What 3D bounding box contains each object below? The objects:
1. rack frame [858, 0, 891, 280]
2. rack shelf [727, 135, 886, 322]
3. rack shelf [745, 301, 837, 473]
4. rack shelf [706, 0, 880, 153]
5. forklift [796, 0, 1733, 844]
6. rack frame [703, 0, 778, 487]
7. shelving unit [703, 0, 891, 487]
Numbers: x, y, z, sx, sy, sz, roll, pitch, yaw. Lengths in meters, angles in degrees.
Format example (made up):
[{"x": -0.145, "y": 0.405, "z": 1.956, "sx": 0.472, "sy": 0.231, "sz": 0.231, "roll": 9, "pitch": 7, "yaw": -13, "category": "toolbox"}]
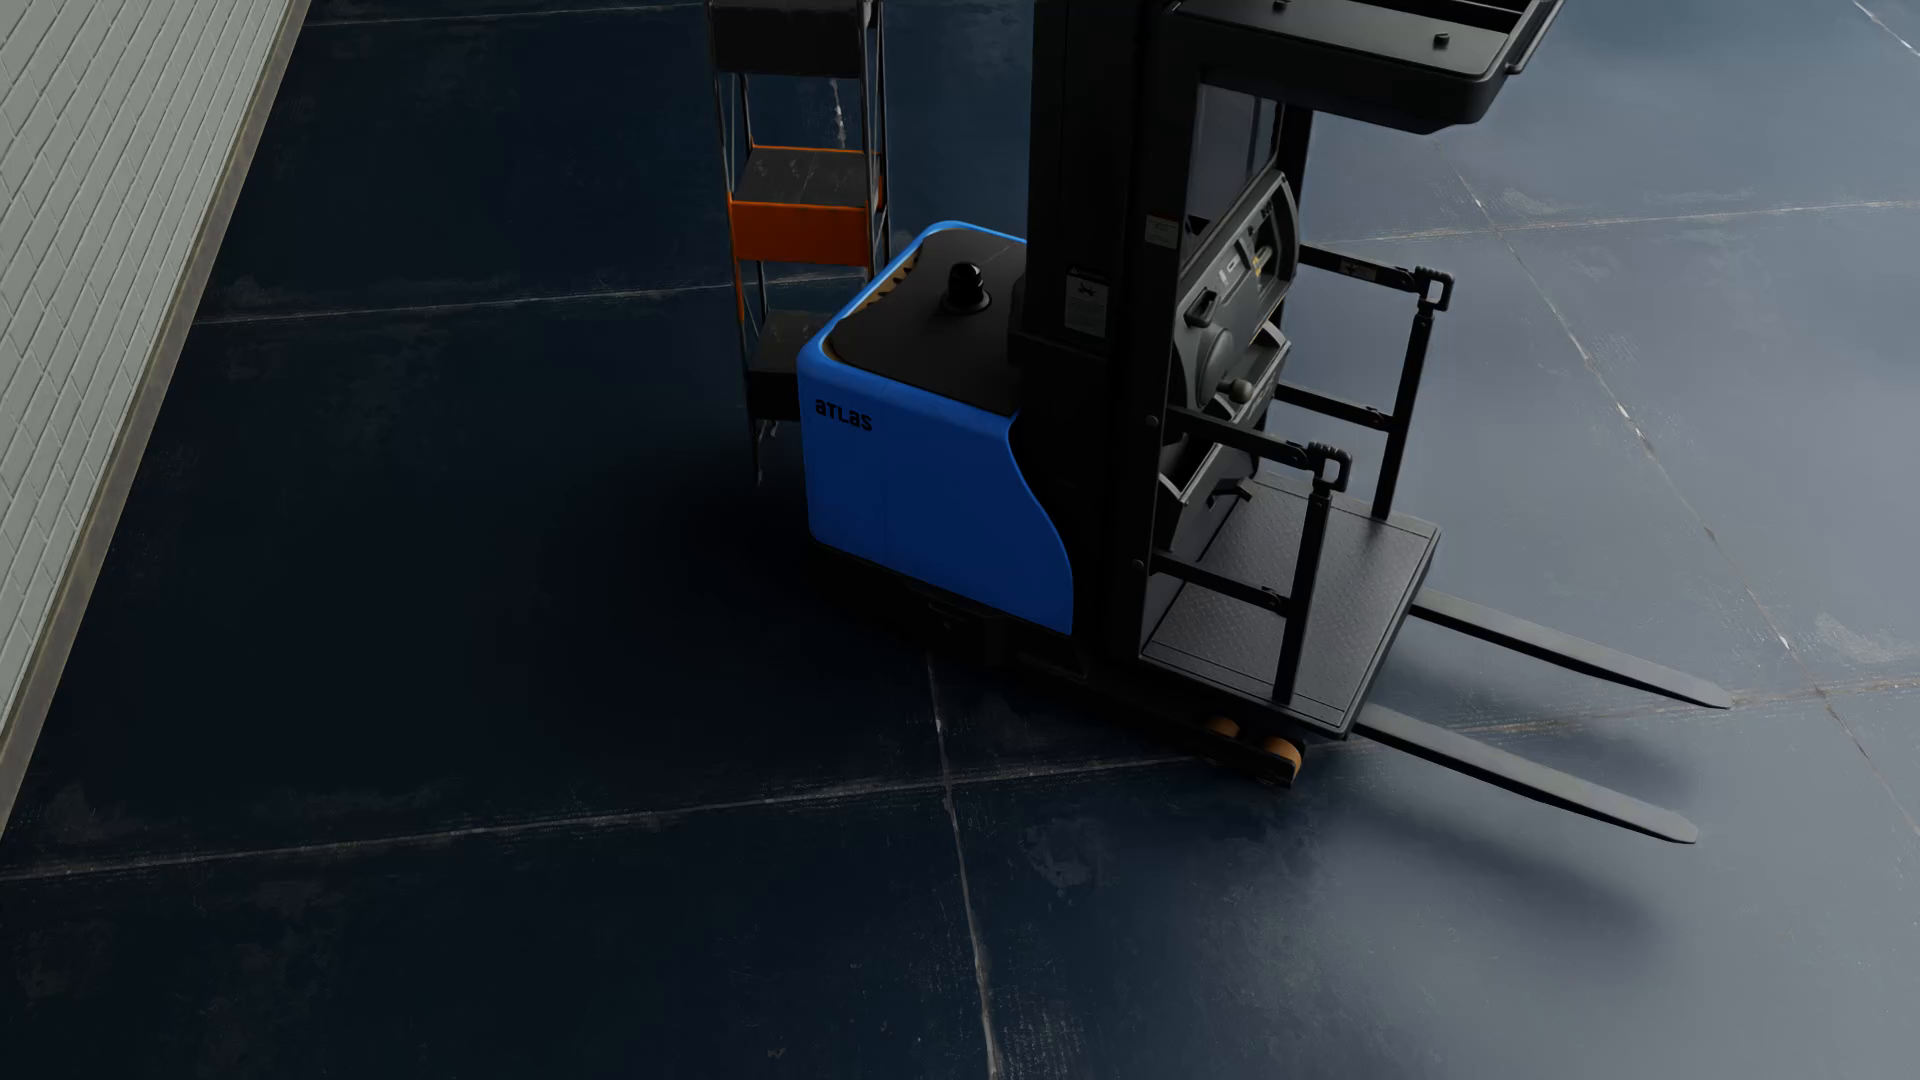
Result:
[{"x": -0.285, "y": -1.086, "z": 5.887, "sx": 0.015, "sy": 2.100, "sz": 0.400, "roll": 4, "pitch": 42, "yaw": 4, "category": "rack frame"}, {"x": -0.527, "y": -1.093, "z": 5.914, "sx": 0.480, "sy": 0.518, "sz": 0.431, "roll": 4, "pitch": 42, "yaw": 4, "category": "rack shelf"}, {"x": -0.527, "y": -0.573, "z": 6.383, "sx": 0.480, "sy": 0.518, "sz": 0.431, "roll": 4, "pitch": 42, "yaw": 4, "category": "rack shelf"}, {"x": -0.527, "y": -1.613, "z": 5.445, "sx": 0.480, "sy": 0.518, "sz": 0.431, "roll": 4, "pitch": 42, "yaw": 4, "category": "rack shelf"}, {"x": 1.001, "y": -0.701, "z": 4.839, "sx": 3.031, "sy": 2.935, "sz": 1.130, "roll": 20, "pitch": 46, "yaw": 21, "category": "forklift"}, {"x": -0.770, "y": -1.120, "z": 5.924, "sx": 0.015, "sy": 2.100, "sz": 0.400, "roll": 4, "pitch": 42, "yaw": 4, "category": "rack frame"}, {"x": -0.527, "y": -1.103, "z": 5.905, "sx": 0.503, "sy": 2.100, "sz": 0.431, "roll": 4, "pitch": 42, "yaw": 4, "category": "shelving unit"}]
